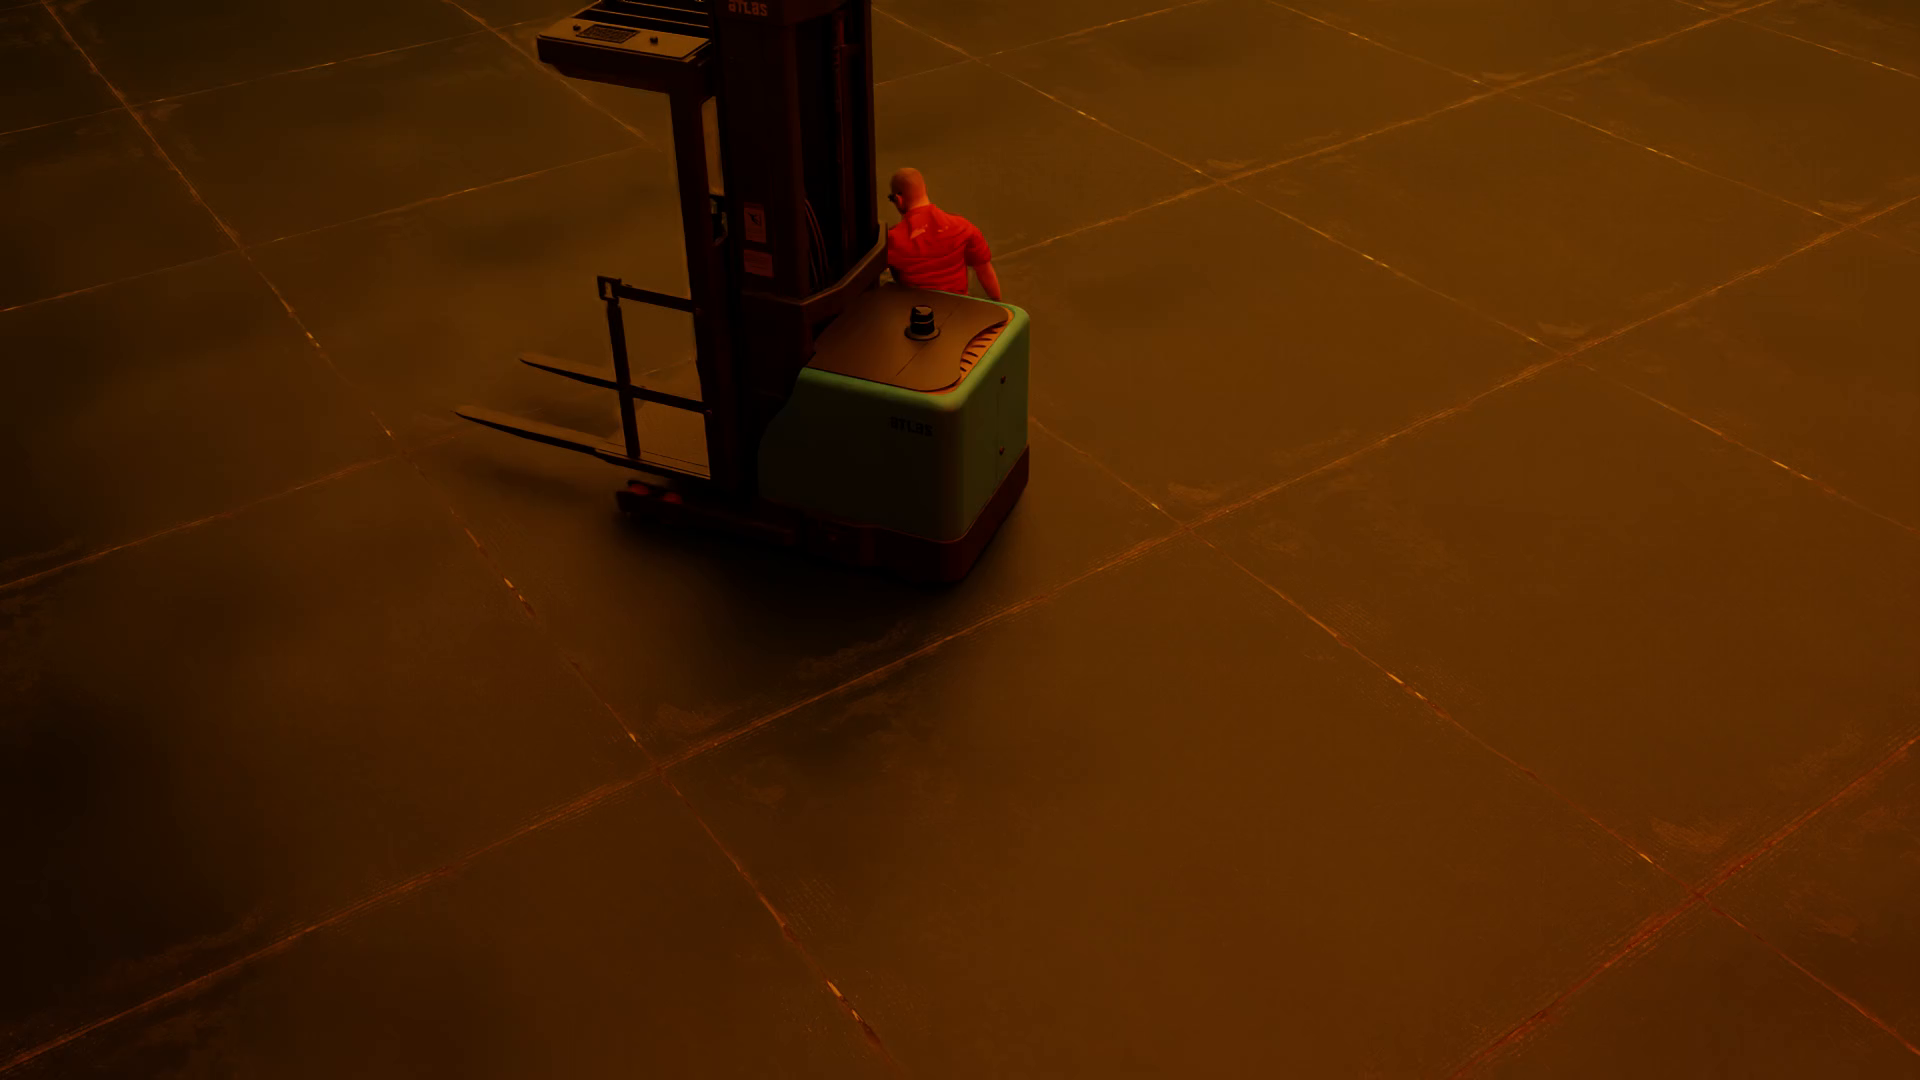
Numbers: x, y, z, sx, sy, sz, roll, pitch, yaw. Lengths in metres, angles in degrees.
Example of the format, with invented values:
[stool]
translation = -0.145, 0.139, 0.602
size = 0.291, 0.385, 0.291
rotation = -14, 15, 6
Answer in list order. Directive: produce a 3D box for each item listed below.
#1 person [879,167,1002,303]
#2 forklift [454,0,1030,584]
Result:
[person]
translation = -0.195, -1.256, 8.730
size = 0.833, 1.585, 0.990
rotation = -8, 37, -10
[forklift]
translation = -1.209, -1.529, 8.013
size = 3.031, 2.935, 1.130
rotation = 14, 39, 18
